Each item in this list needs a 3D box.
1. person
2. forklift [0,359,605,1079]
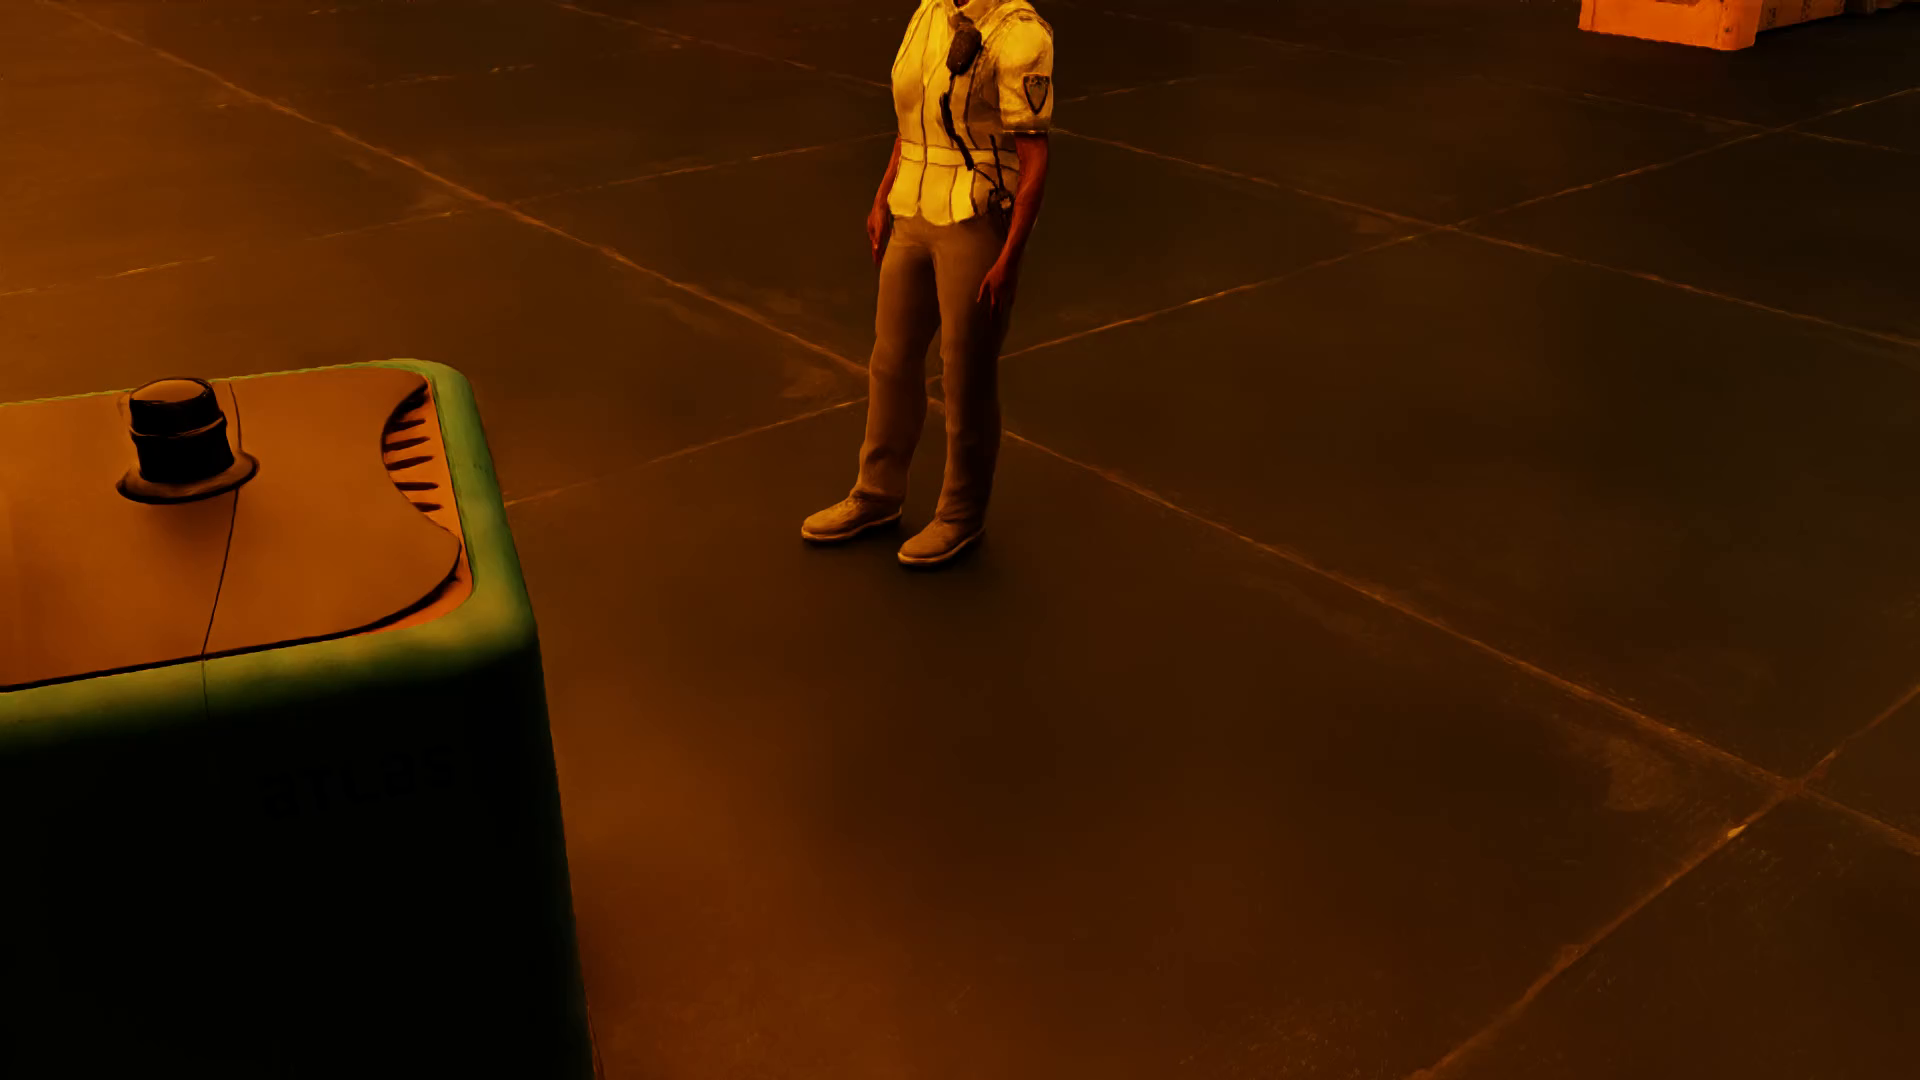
[{"bbox_3d":[-0.070,-0.750,4.092,0.529,1.693,0.570,-20,33,-35],"label":"person"},{"bbox_3d":[-2.059,-0.237,1.680,3.031,2.935,1.130,-9,28,-18],"label":"forklift"}]
